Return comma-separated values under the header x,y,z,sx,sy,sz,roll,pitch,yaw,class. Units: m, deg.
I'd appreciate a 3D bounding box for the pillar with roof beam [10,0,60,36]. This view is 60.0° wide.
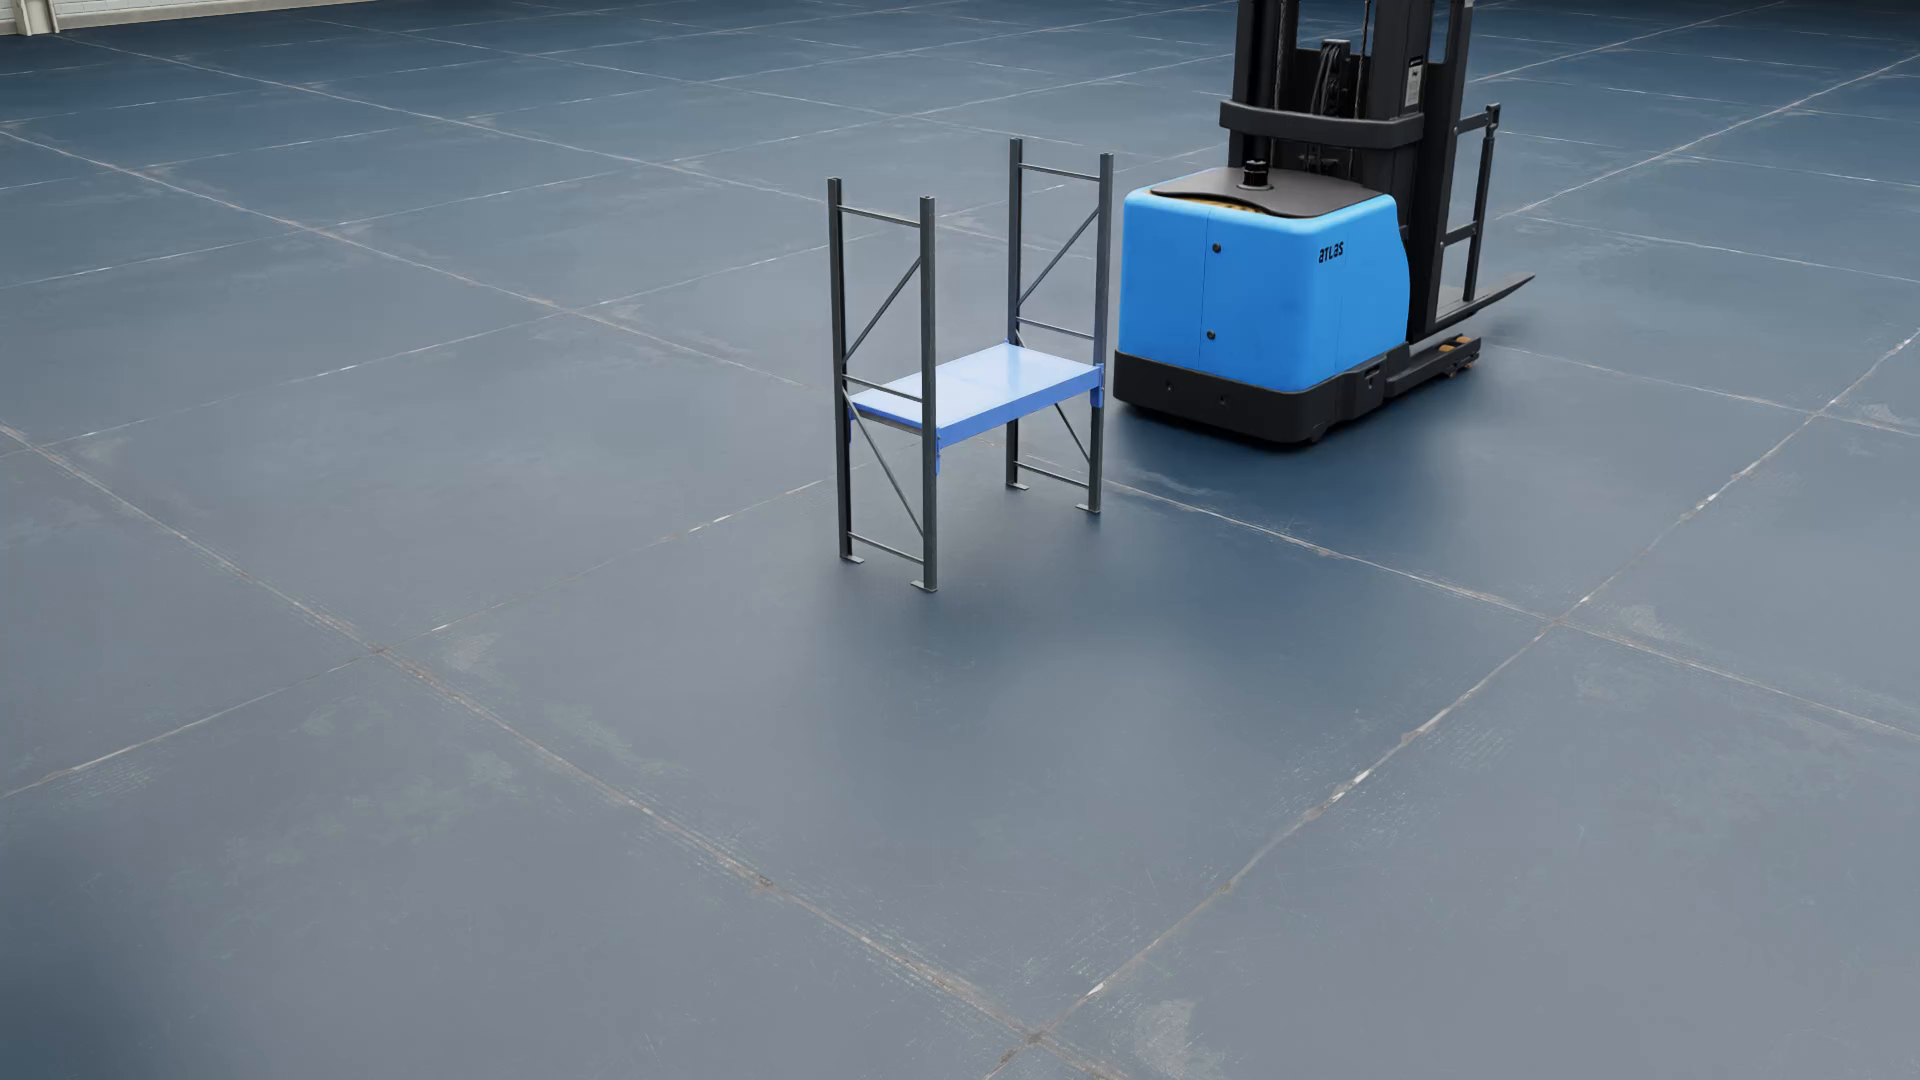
x,y,z,sx,sy,sz,roll,pitch,yaw,class
-8.484,-9.365,16.638,9.100,9.000,0.400,20,31,38,pillar with roof beam

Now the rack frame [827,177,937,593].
x,y,z,sx,sy,sz,roll,pitch,yaw,class
-0.282,-0.555,6.156,0.500,1.500,0.032,20,31,38,rack frame

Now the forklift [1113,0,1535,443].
x,y,z,sx,sy,sz,roll,pitch,yaw,class
2.096,-2.303,8.303,1.130,2.935,3.031,20,31,37,forklift

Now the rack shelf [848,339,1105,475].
x,y,z,sx,sy,sz,roll,pitch,yaw,class
0.057,-0.546,6.575,0.538,0.185,1.000,20,31,38,rack shelf

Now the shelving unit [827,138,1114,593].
x,y,z,sx,sy,sz,roll,pitch,yaw,class
0.057,-0.710,6.501,0.538,1.500,1.048,20,31,38,shelving unit

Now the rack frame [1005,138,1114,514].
x,y,z,sx,sy,sz,roll,pitch,yaw,class
0.396,-0.865,6.847,0.500,1.500,0.032,20,31,38,rack frame
